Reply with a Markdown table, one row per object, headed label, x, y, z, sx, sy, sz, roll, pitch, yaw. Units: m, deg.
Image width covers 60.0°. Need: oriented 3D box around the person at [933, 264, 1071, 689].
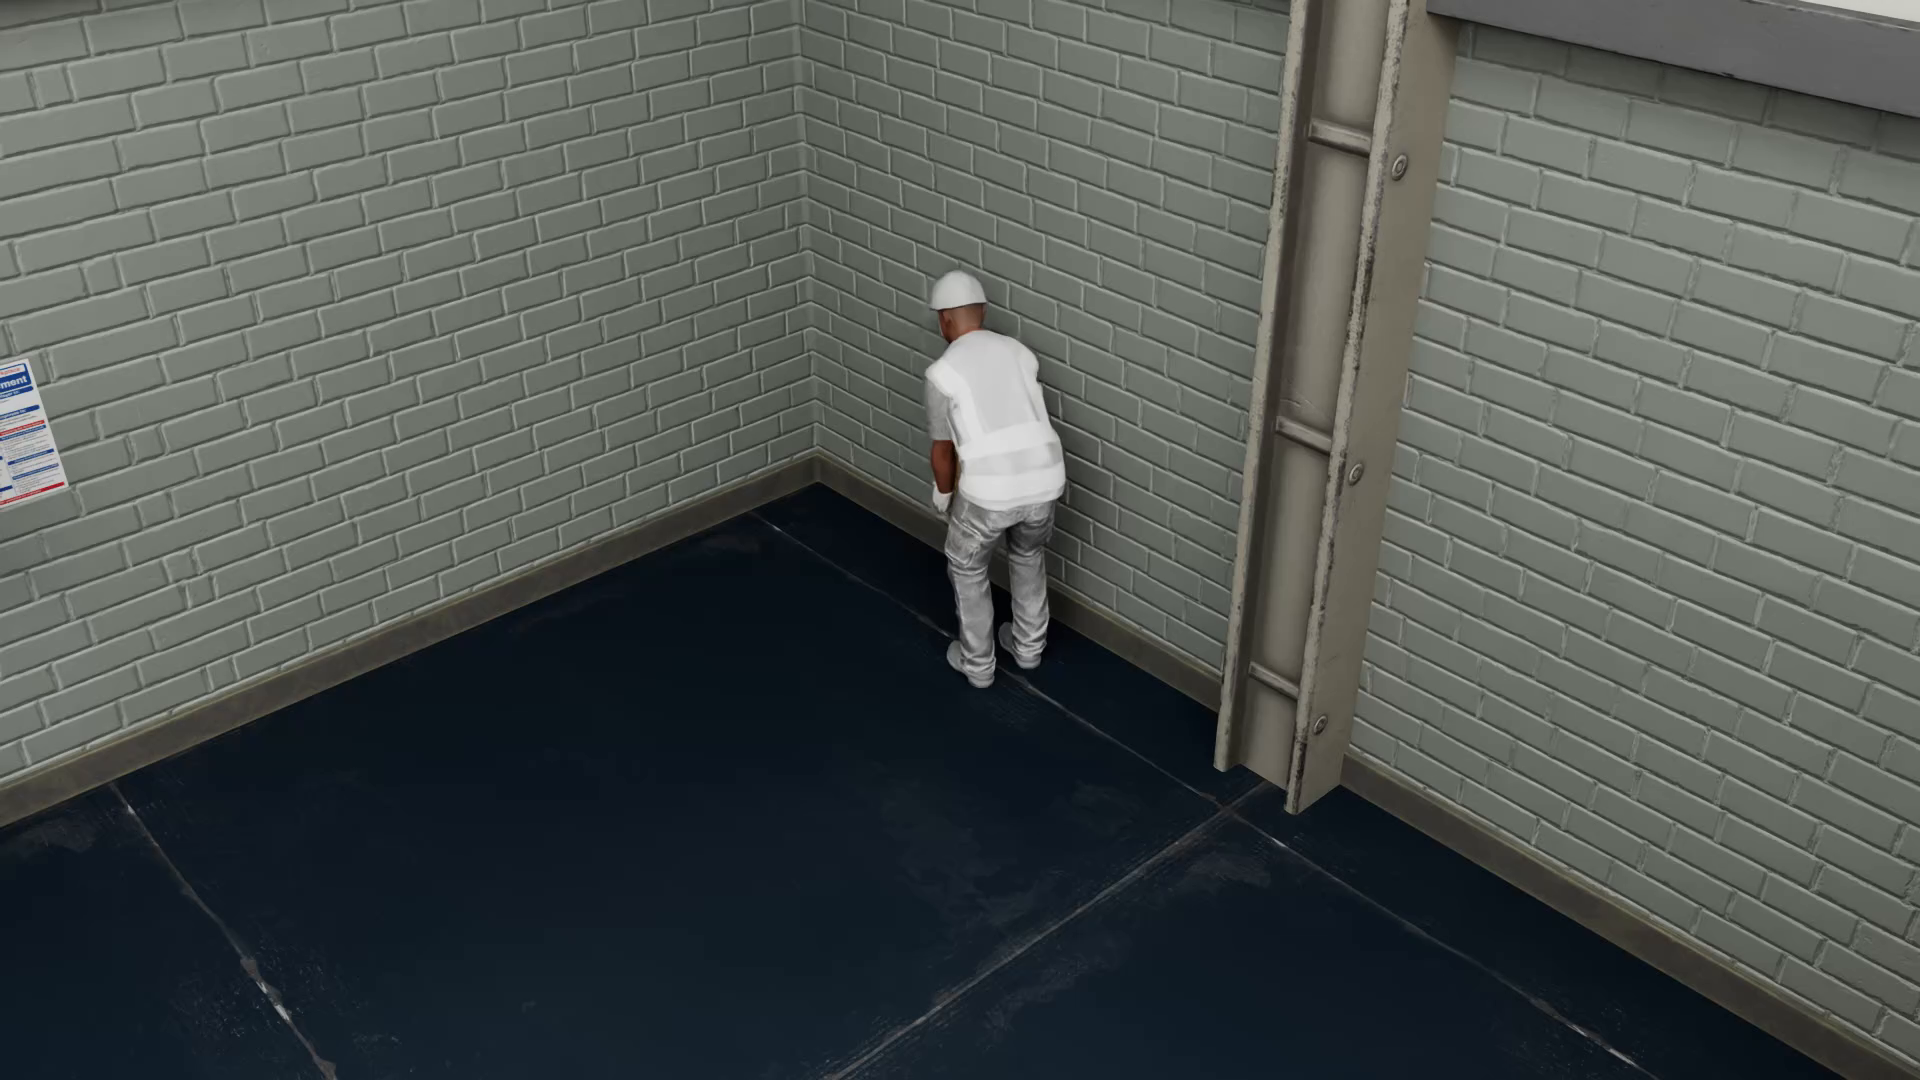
| label | x | y | z | sx | sy | sz | roll | pitch | yaw |
| --- | --- | --- | --- | --- | --- | --- | --- | --- | --- |
| person | 0.125 | -0.273 | 6.561 | 0.490 | 1.782 | 0.589 | -13 | 34 | -21 |
